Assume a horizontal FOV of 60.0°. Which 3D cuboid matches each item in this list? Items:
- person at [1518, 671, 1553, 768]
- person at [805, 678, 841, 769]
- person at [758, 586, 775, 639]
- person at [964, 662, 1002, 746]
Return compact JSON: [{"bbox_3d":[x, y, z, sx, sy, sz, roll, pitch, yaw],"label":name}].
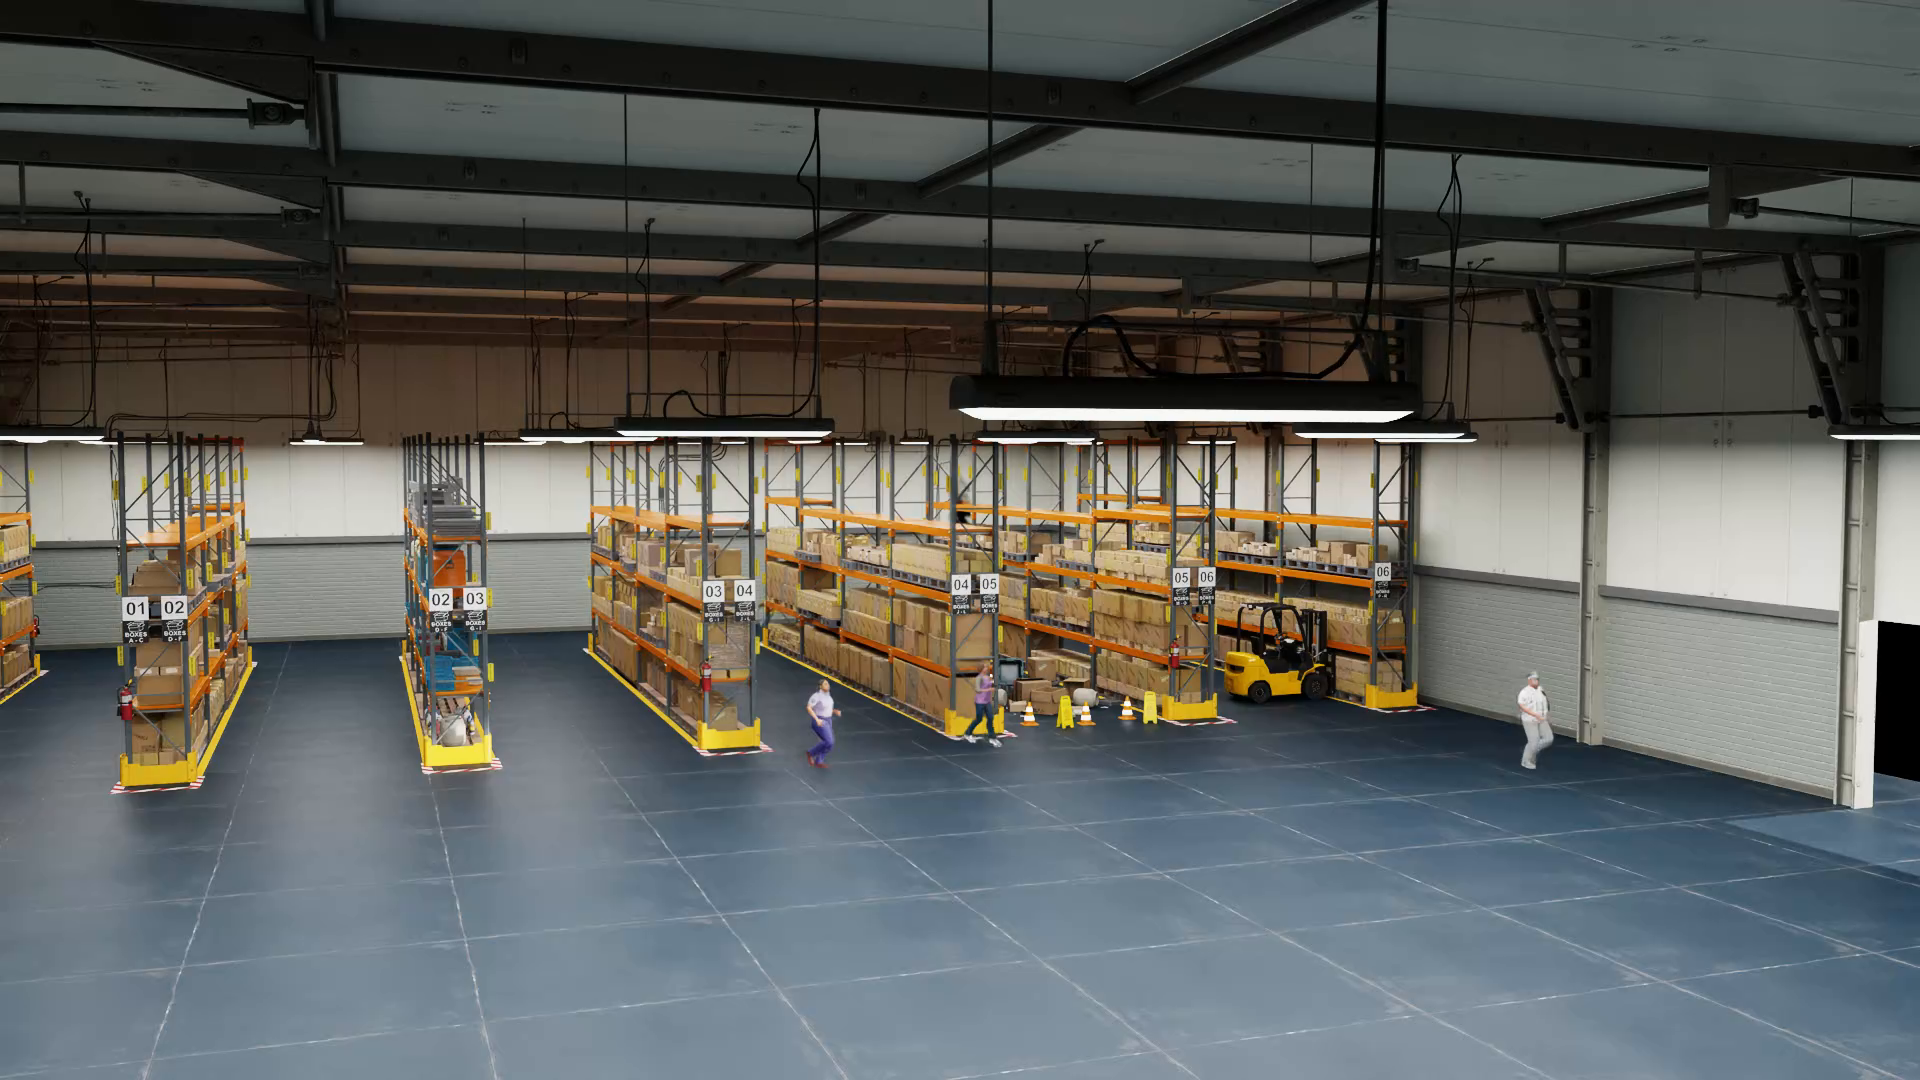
[{"bbox_3d":[10.292,3.206,29.686,0.674,1.745,0.551,-2,4,-31],"label":"person"},{"bbox_3d":[-2.426,3.282,29.713,0.567,1.606,0.594,1,3,21],"label":"person"},{"bbox_3d":[-5.709,2.139,49.566,0.567,1.676,0.741,-1,3,-16],"label":"person"},{"bbox_3d":[0.426,3.138,31.909,0.772,1.616,0.538,2,4,30],"label":"person"}]
